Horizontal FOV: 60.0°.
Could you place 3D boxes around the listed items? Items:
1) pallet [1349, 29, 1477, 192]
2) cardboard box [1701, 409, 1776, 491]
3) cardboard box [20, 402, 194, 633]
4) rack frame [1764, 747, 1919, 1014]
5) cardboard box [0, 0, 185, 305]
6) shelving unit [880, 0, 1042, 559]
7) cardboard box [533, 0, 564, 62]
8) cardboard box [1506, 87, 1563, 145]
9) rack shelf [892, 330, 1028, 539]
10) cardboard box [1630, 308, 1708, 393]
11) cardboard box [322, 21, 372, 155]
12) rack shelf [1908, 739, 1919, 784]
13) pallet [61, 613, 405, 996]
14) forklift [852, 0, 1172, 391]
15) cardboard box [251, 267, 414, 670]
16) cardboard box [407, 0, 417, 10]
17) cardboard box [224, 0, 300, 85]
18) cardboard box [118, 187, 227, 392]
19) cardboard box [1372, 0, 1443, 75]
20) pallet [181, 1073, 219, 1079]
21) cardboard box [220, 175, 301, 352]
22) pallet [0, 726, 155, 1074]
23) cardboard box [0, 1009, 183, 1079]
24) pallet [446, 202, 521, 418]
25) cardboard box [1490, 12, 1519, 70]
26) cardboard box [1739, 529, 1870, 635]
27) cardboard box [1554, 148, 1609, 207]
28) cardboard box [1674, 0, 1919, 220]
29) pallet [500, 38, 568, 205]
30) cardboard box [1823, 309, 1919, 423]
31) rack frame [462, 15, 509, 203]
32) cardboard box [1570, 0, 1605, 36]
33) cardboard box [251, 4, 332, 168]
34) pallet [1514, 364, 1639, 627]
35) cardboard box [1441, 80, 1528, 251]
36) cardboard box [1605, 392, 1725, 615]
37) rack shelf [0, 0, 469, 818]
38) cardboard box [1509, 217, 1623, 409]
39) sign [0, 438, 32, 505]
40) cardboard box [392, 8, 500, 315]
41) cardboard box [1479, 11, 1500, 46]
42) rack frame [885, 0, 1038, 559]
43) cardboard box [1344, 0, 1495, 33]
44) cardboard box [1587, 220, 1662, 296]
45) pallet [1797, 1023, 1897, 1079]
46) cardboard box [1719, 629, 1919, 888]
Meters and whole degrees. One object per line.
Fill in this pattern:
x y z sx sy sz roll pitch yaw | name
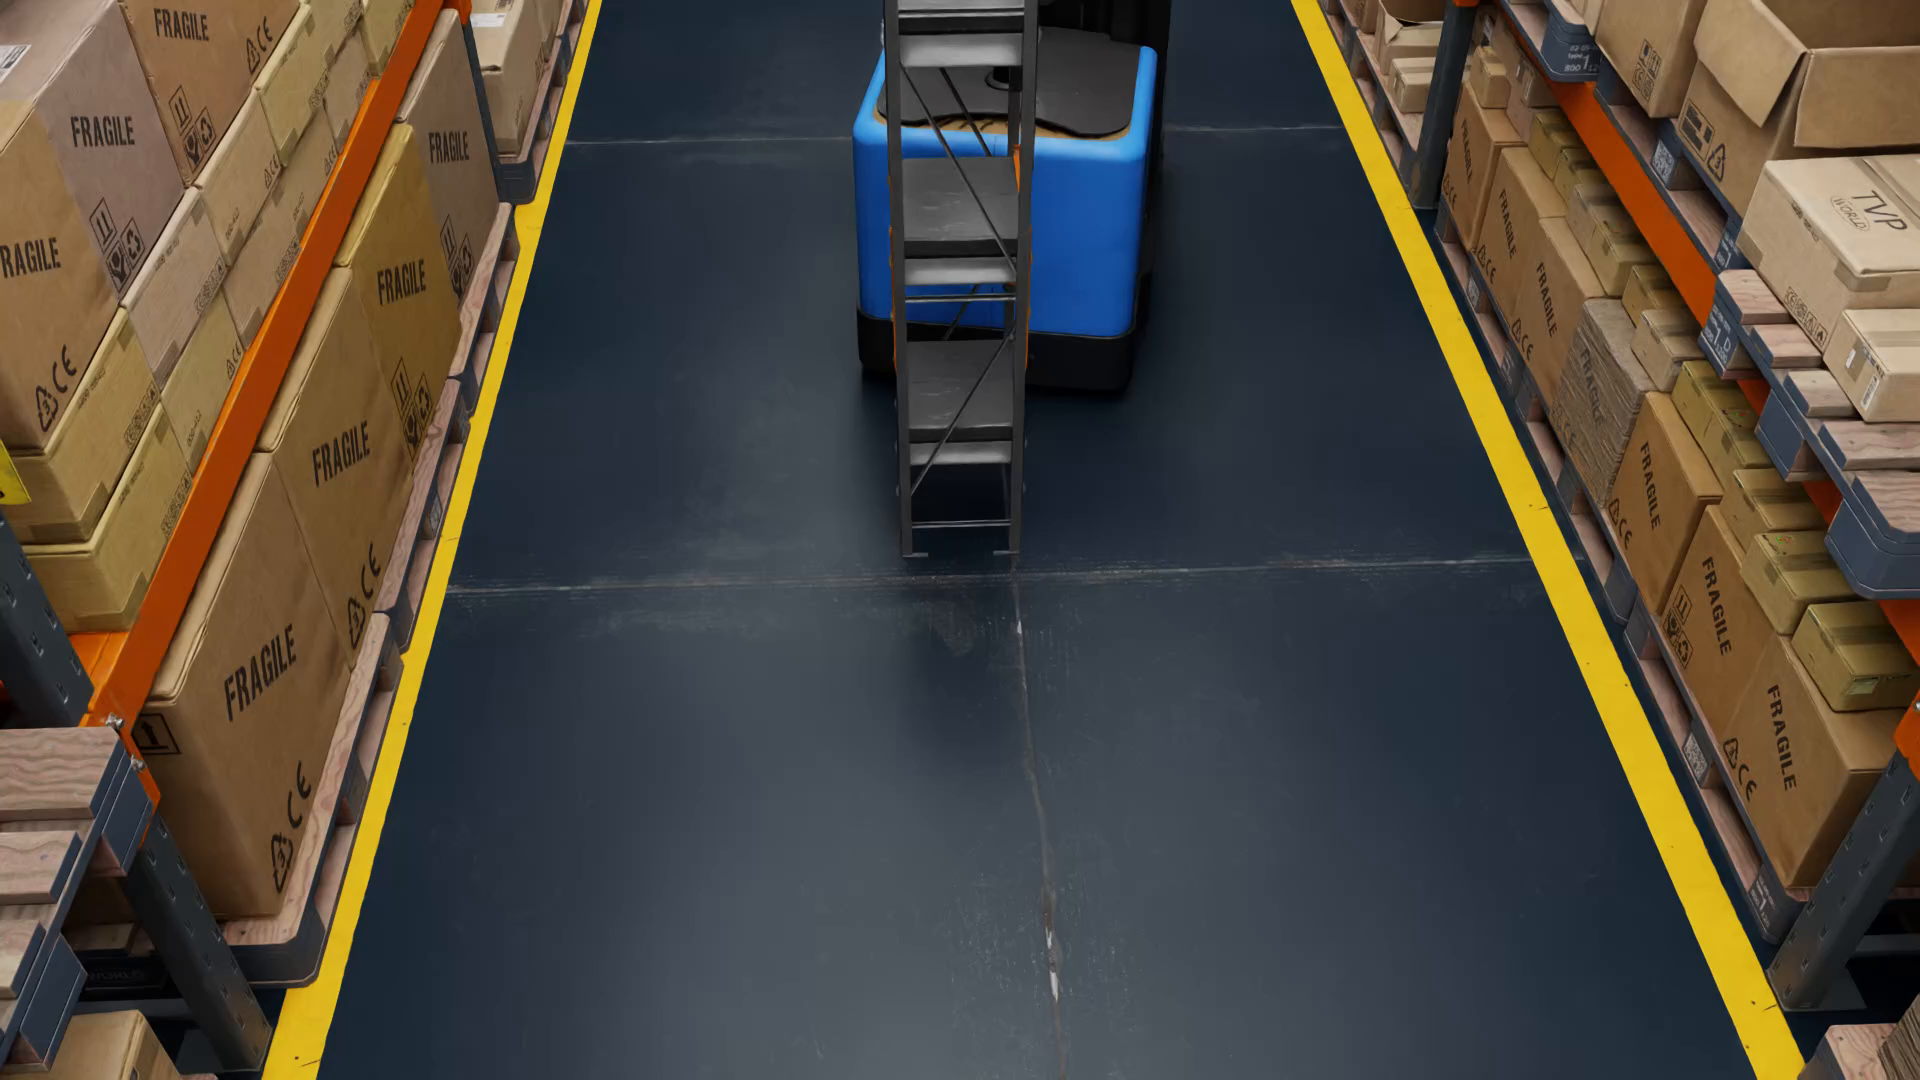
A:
2.469 -2.048 7.828 1.003 0.211 1.213 -2 43 -2 | pallet
2.417 -0.252 4.864 0.380 0.149 0.250 0 43 -1 | cardboard box
-2.062 -0.049 3.695 0.500 0.250 0.500 -2 43 -3 | cardboard box
2.667 0.088 3.434 1.000 3.000 0.127 -2 43 -2 | rack frame
-2.099 -0.847 3.640 0.500 0.500 0.500 -1 43 -2 | cardboard box
-0.007 -0.886 5.162 0.431 2.100 0.503 -2 43 -2 | shelving unit
-2.420 -2.709 8.071 0.875 0.438 0.875 -3 43 -3 | cardboard box
2.335 -1.650 6.389 0.380 0.149 0.250 -3 43 -3 | cardboard box
-0.007 -0.360 5.645 0.431 0.518 0.480 -2 43 -2 | rack shelf
2.365 -0.606 5.251 0.380 0.149 0.250 -4 43 -4 | cardboard box
-2.168 -1.431 5.202 0.500 0.250 0.500 -3 43 -3 | cardboard box
2.752 1.704 2.204 1.077 0.370 4.000 -2 43 -2 | rack shelf
-2.250 0.727 4.801 1.003 0.211 1.213 -2 43 -2 | pallet
0.330 -2.642 6.463 1.130 2.935 3.031 6 43 6 | forklift
-2.272 -0.209 5.020 0.875 0.875 0.875 -1 43 -1 | cardboard box
-2.191 -2.116 5.950 0.500 0.250 0.500 -3 43 -3 | cardboard box
-2.124 -1.537 4.393 0.500 0.500 0.500 -1 43 -1 | cardboard box
-2.088 -0.594 3.919 0.500 0.250 0.500 -1 43 -1 | cardboard box
2.165 -2.368 7.826 0.396 0.266 0.258 0 43 0 | cardboard box
-2.260 1.789 3.642 1.003 0.211 1.213 -2 43 -2 | pallet
-2.117 -0.750 4.459 0.500 0.250 0.500 0 43 0 | cardboard box
-2.155 0.782 2.819 1.213 0.211 1.003 -2 43 -2 | pallet
-2.278 1.429 3.605 0.950 0.372 0.625 -4 43 -5 | cardboard box
-2.354 -0.920 6.598 1.003 0.211 1.213 -2 43 -2 | pallet
2.307 -1.946 6.492 0.380 0.149 0.250 -2 43 -3 | cardboard box
2.350 0.106 4.473 0.380 0.149 0.250 -4 43 -4 | cardboard box
2.383 -1.292 5.999 0.380 0.149 0.250 -2 43 -3 | cardboard box
2.413 -1.201 4.453 0.797 0.503 0.637 -3 43 -3 | cardboard box
-2.416 -1.955 7.726 1.003 0.211 1.213 -2 43 -2 | pallet
2.256 -0.406 3.849 0.380 0.149 0.250 -1 43 -1 | cardboard box
-2.462 -2.467 6.222 1.000 3.000 0.127 -2 43 -2 | rack frame
2.173 -1.768 5.248 0.396 0.266 0.258 0 43 0 | cardboard box
-2.105 -1.273 4.660 0.500 0.250 0.500 -1 43 -1 | cardboard box
2.624 -0.210 5.823 1.003 0.211 1.213 -2 43 -2 | pallet
2.293 -1.512 6.719 0.500 0.500 0.500 0 43 0 | cardboard box
2.399 -0.116 5.195 0.500 0.500 0.500 0 43 0 | cardboard box
-2.377 -0.852 4.992 1.077 0.370 4.000 -2 43 -2 | rack shelf
2.342 -0.816 5.960 0.500 0.500 0.500 -3 43 -3 | cardboard box
-1.750 -0.186 2.935 0.100 0.325 0.005 -2 43 -2 | sign
-2.356 -1.422 6.344 0.875 0.875 0.875 0 43 0 | cardboard box
2.705 -2.228 7.640 0.500 0.311 0.500 0 43 0 | cardboard box
0.003 -0.721 4.983 0.400 2.100 0.015 -2 43 -2 | rack frame
2.300 -2.851 8.180 0.700 0.500 0.500 -3 43 -3 | cardboard box
2.365 -0.955 5.631 0.380 0.149 0.250 0 43 0 | cardboard box
2.663 1.673 3.768 1.003 0.211 1.213 -2 43 -2 | pallet
2.434 0.576 4.441 0.500 0.500 0.500 -1 43 -1 | cardboard box
